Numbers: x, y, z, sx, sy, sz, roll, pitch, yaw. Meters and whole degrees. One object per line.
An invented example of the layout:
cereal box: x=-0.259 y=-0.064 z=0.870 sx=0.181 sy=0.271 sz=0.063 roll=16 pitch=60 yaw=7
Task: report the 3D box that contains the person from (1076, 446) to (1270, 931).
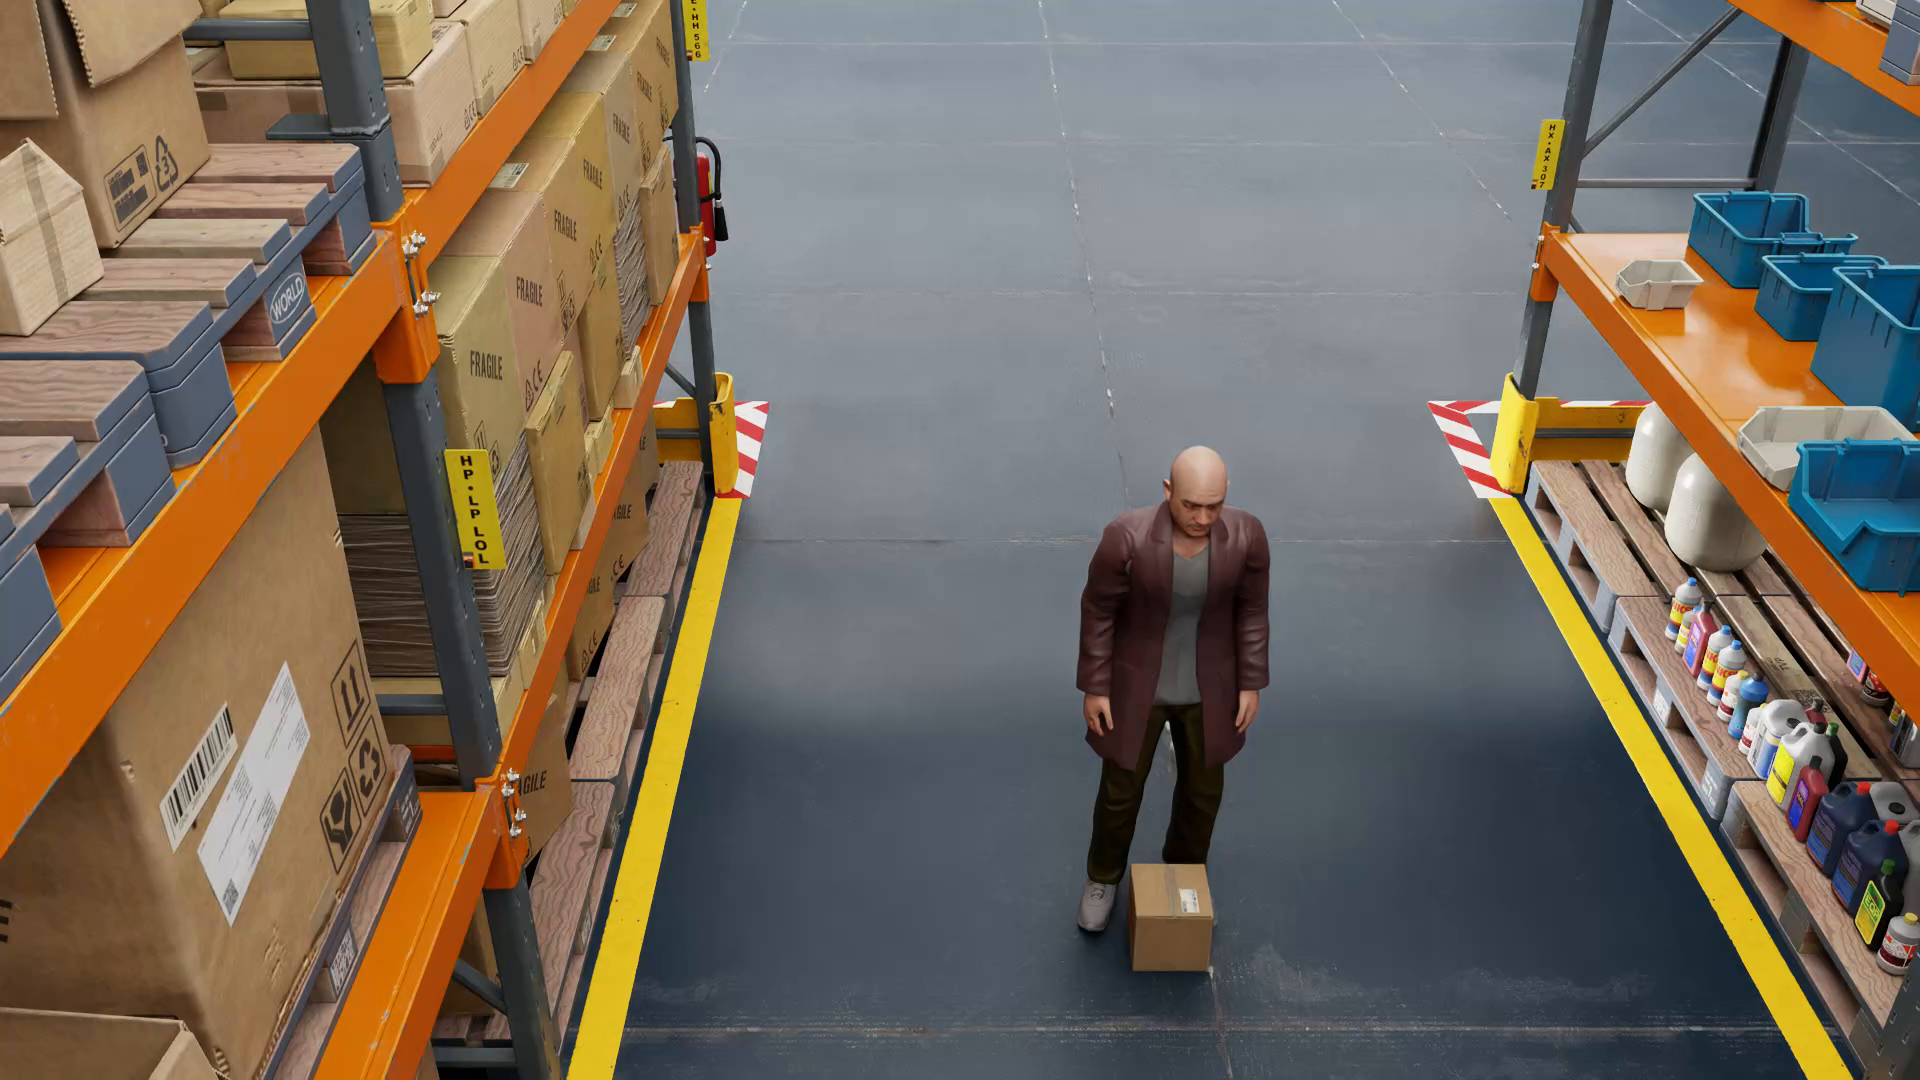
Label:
person: x=0.683 y=0.477 z=5.358 sx=0.625 sy=1.773 sz=0.427 roll=-1 pitch=31 yaw=-2
